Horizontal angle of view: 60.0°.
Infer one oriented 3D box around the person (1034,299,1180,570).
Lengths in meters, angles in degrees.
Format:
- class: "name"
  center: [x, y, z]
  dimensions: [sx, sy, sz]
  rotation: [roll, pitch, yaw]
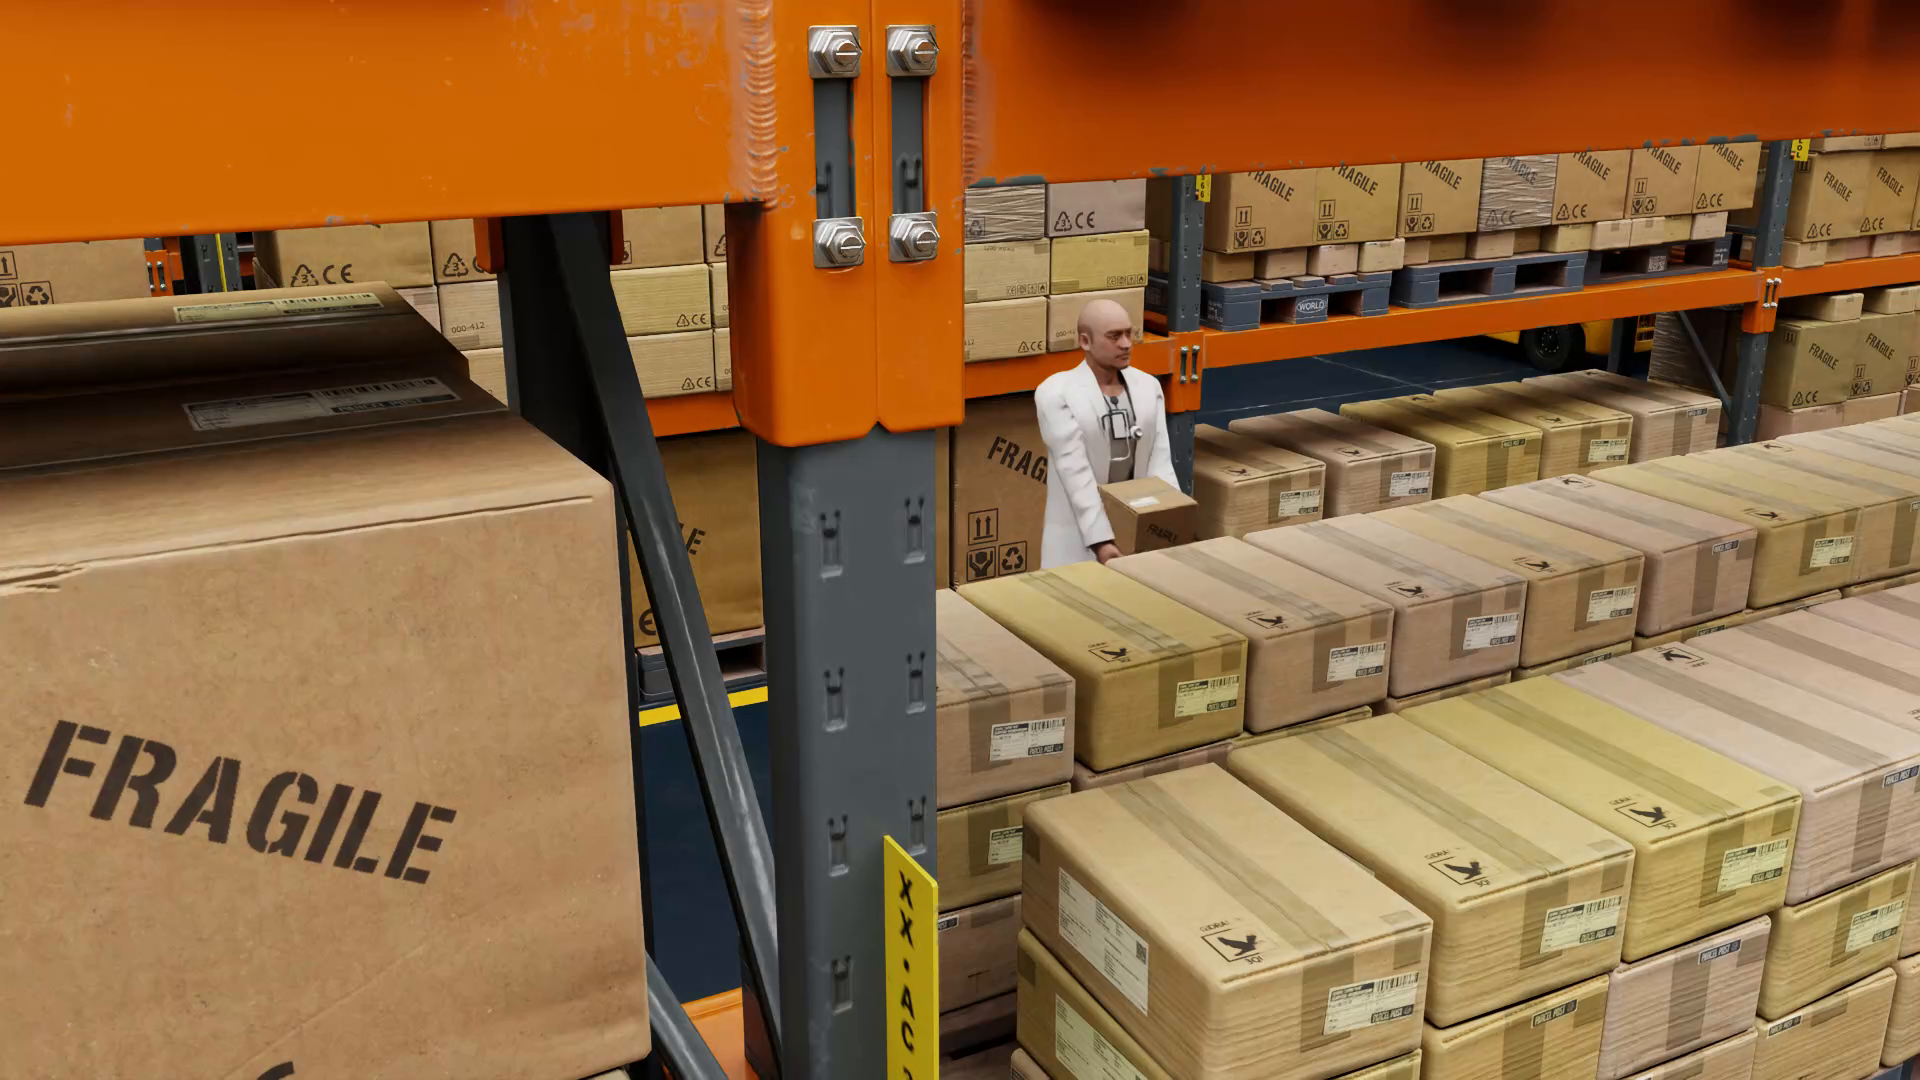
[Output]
- class: "person"
  center: [0.557, 0.047, 5.944]
  dimensions: [0.522, 1.780, 0.556]
  rotation: [-10, 21, -27]
